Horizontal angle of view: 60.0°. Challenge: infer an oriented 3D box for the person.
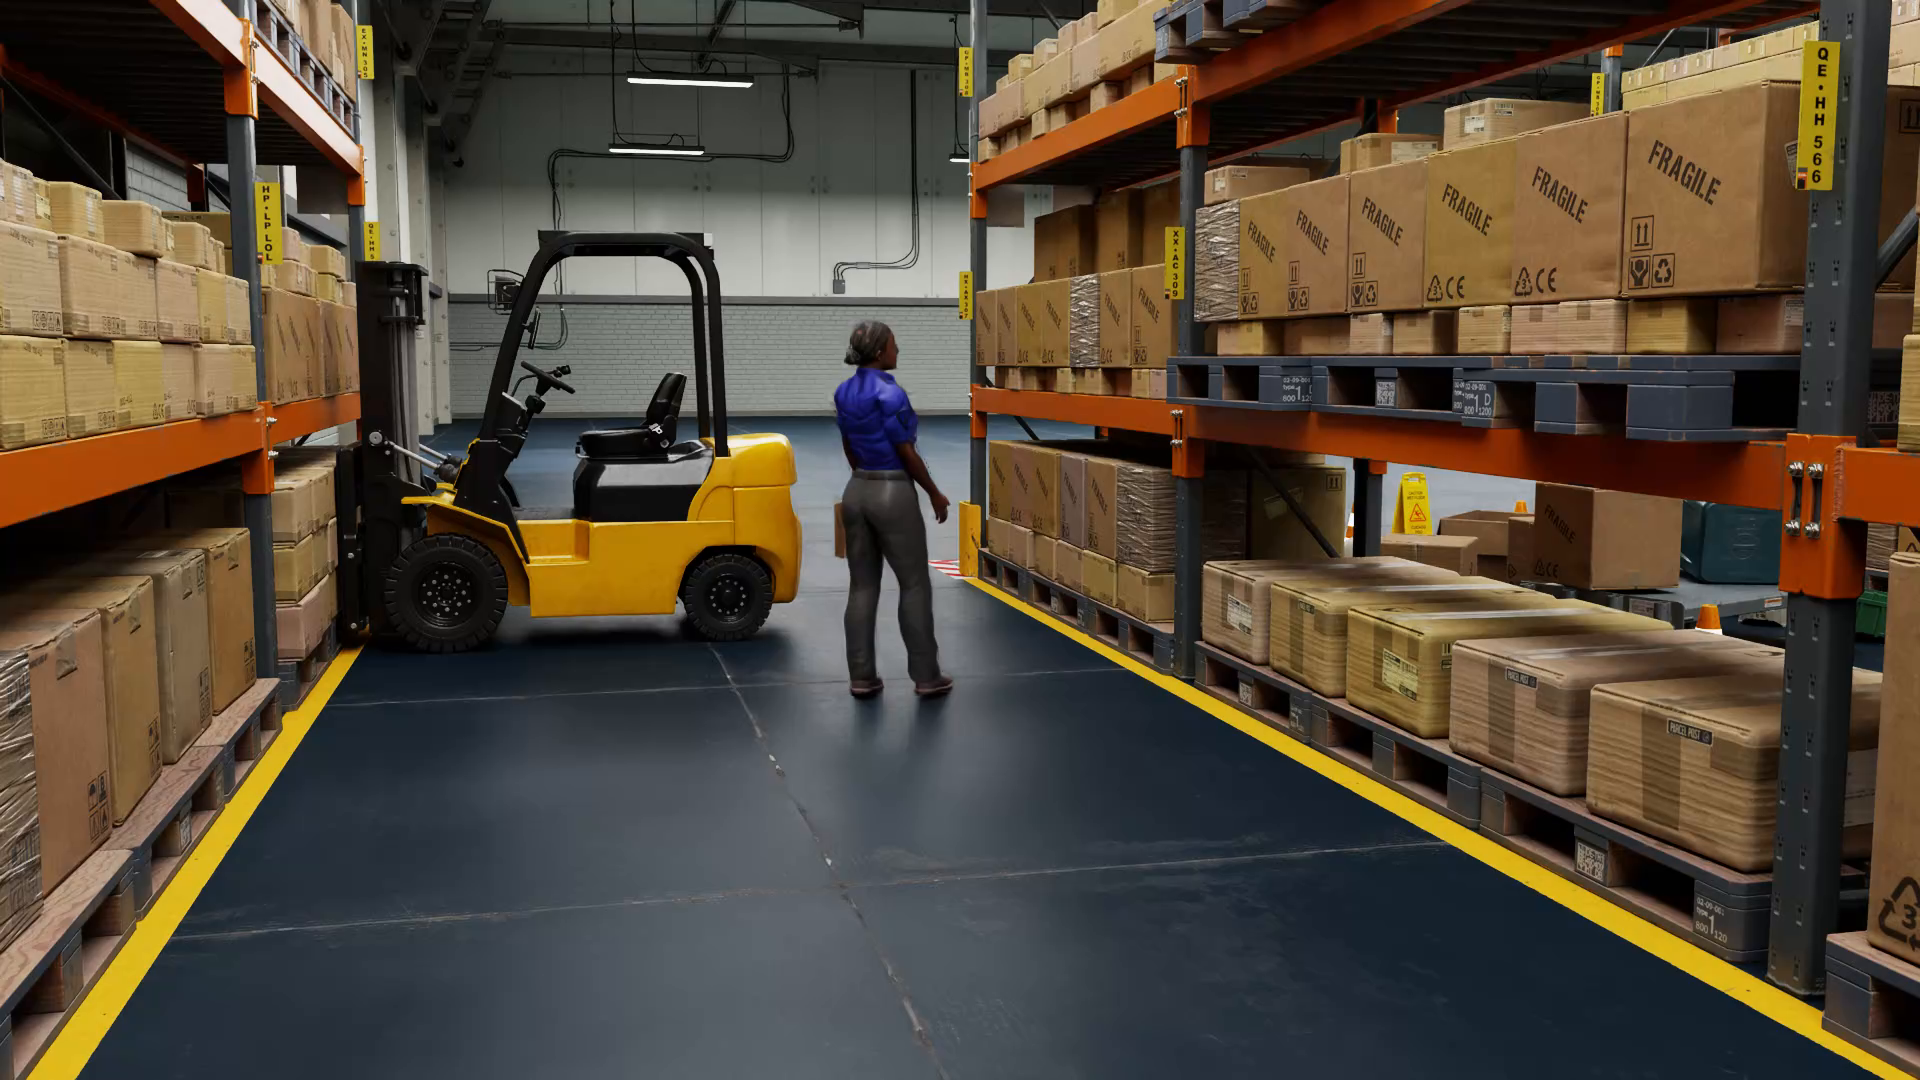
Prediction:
[{"bbox_3d":[-0.303,-0.140,7.391,0.480,1.658,0.497,6,9,43],"label":"person"}]
